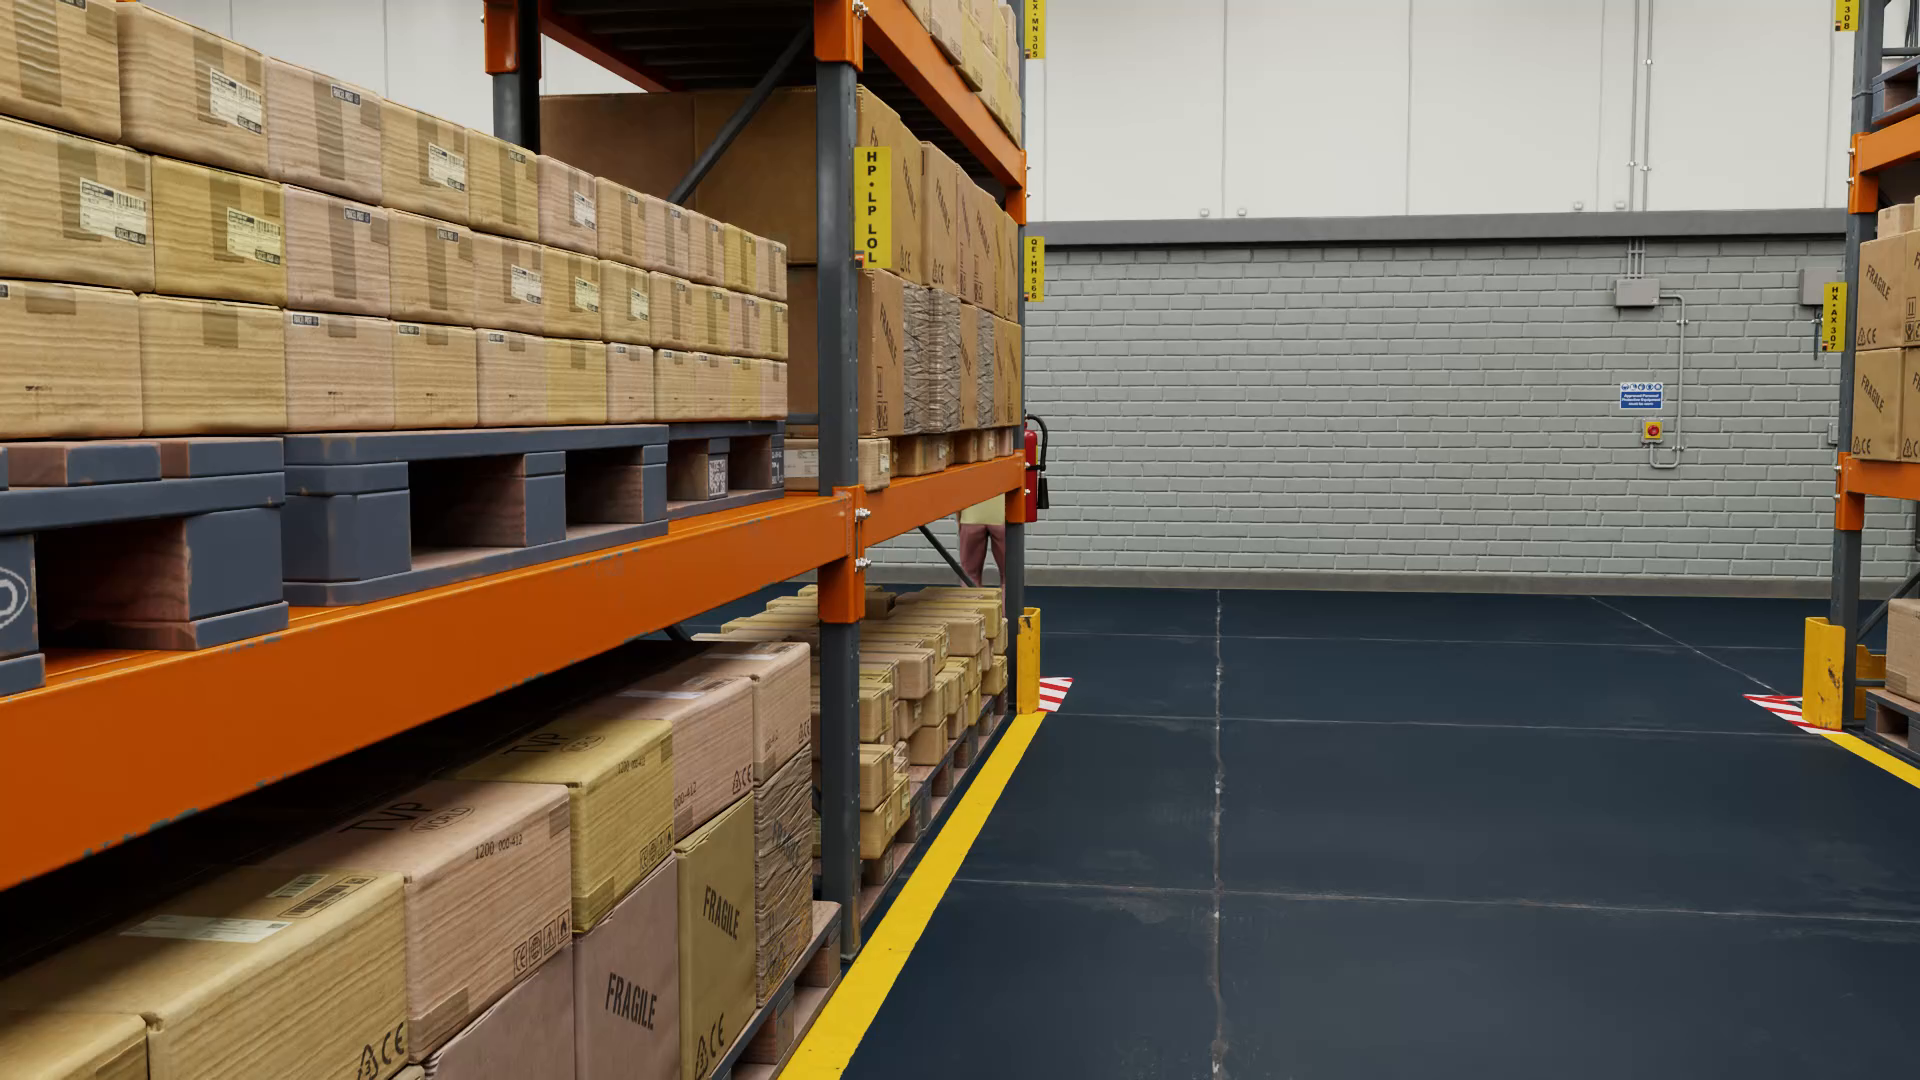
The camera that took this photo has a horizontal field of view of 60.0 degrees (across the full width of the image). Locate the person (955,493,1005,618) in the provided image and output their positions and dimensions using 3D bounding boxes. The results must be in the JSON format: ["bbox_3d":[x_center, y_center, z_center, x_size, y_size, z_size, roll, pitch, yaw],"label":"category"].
[{"bbox_3d":[0.167,-0.086,10.380,0.474,1.617,0.406,1,5,10],"label":"person"}]
